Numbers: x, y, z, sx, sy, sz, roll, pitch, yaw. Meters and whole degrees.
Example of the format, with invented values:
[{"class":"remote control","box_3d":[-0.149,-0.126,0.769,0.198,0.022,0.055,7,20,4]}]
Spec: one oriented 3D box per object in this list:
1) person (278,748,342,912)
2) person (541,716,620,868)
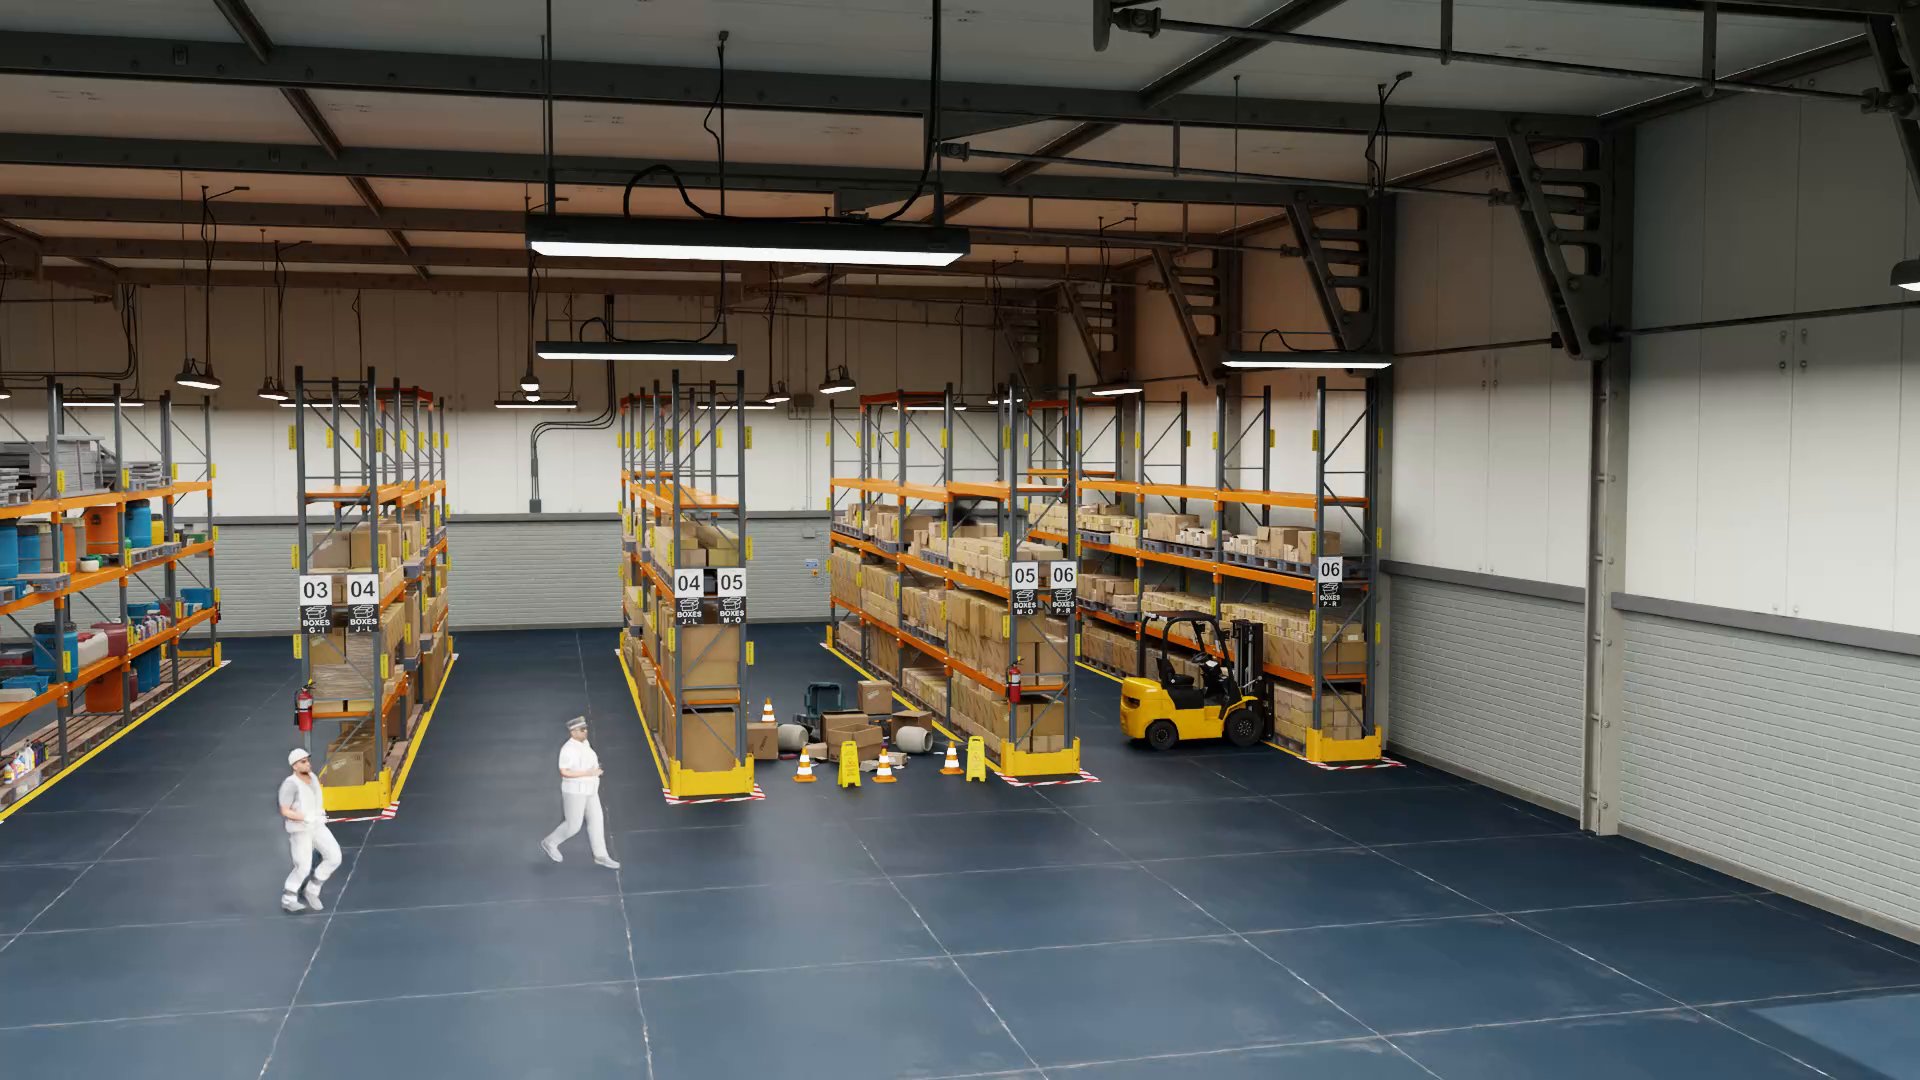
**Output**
[{"class":"person","box_3d":[-6.892,3.072,17.600,0.666,1.756,0.672,1,4,20]},{"class":"person","box_3d":[-4.434,2.933,19.412,0.973,1.774,0.661,1,4,20]}]
